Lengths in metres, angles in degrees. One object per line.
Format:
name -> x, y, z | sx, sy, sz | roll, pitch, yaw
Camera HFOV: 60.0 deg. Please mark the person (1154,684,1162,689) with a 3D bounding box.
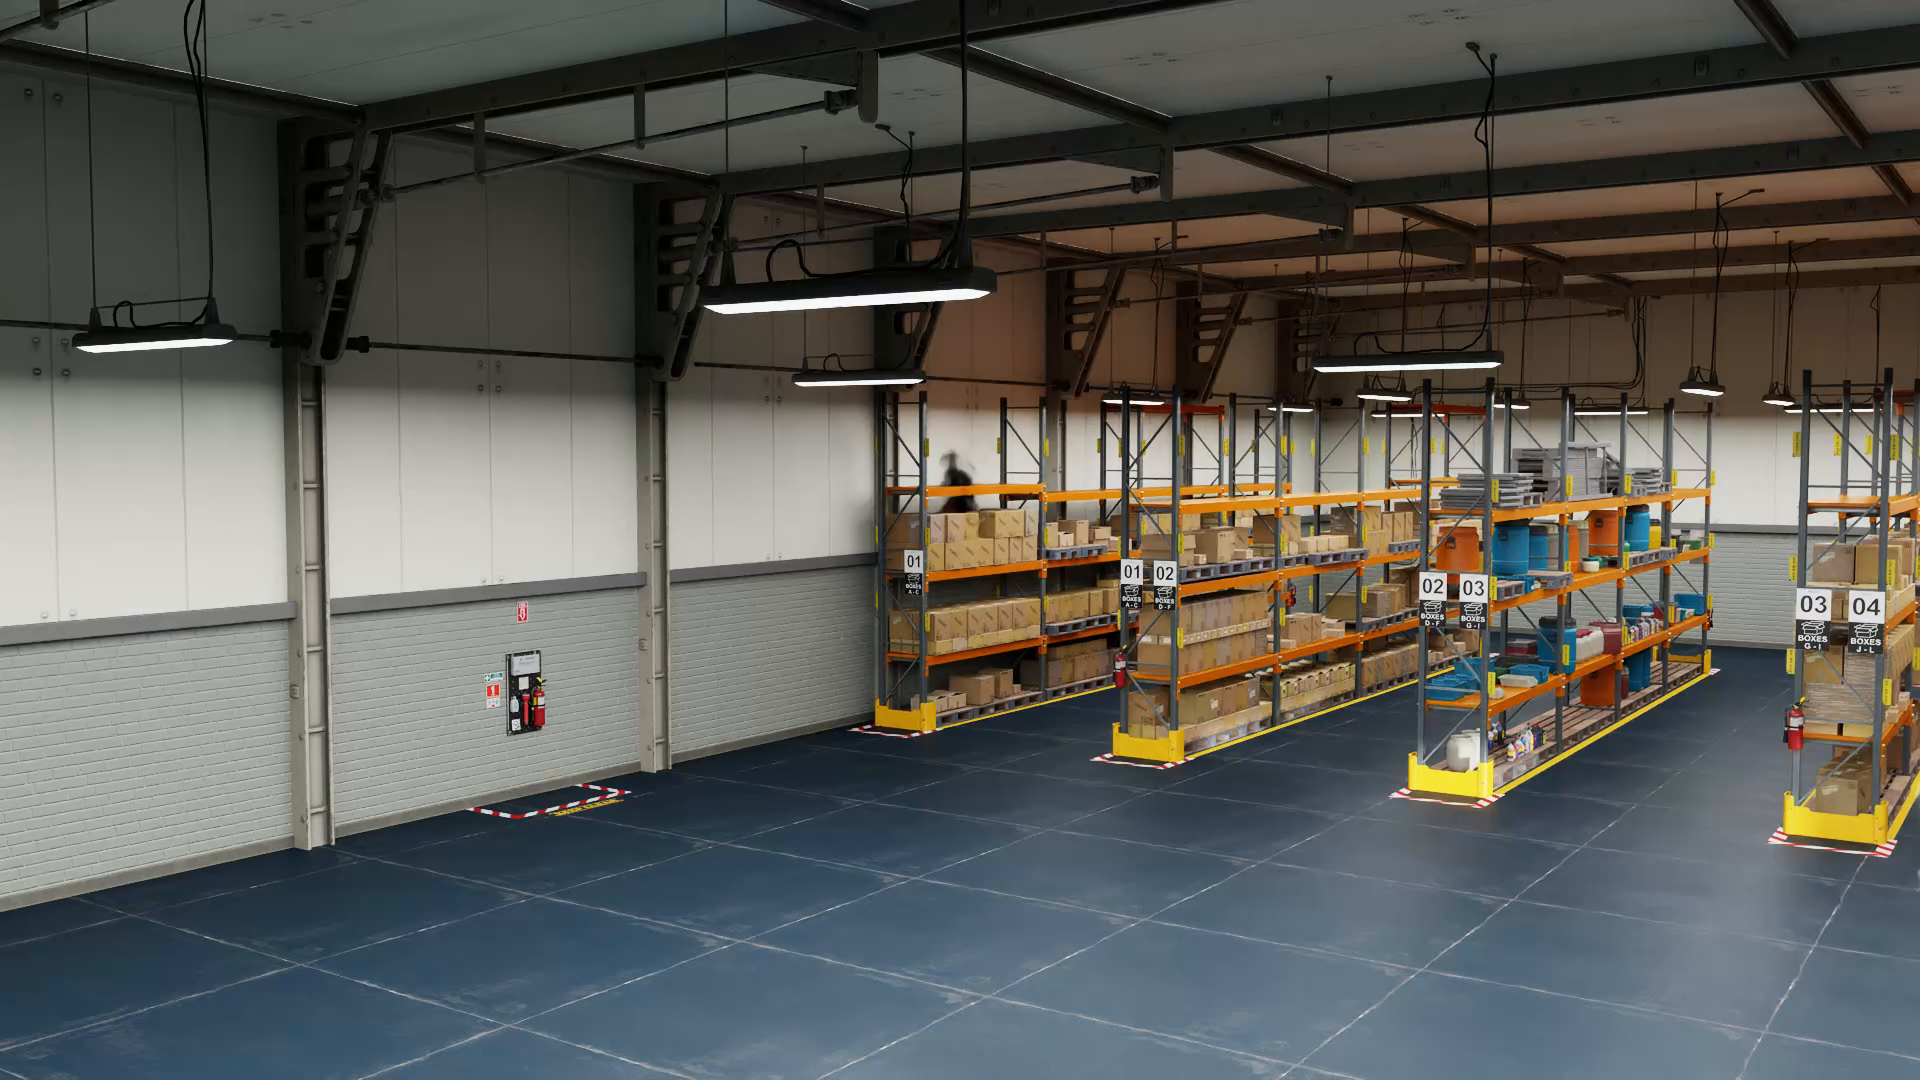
person -> 3.899, 2.402, 31.722 | 0.560, 1.660, 0.599 | 1, 3, 21
